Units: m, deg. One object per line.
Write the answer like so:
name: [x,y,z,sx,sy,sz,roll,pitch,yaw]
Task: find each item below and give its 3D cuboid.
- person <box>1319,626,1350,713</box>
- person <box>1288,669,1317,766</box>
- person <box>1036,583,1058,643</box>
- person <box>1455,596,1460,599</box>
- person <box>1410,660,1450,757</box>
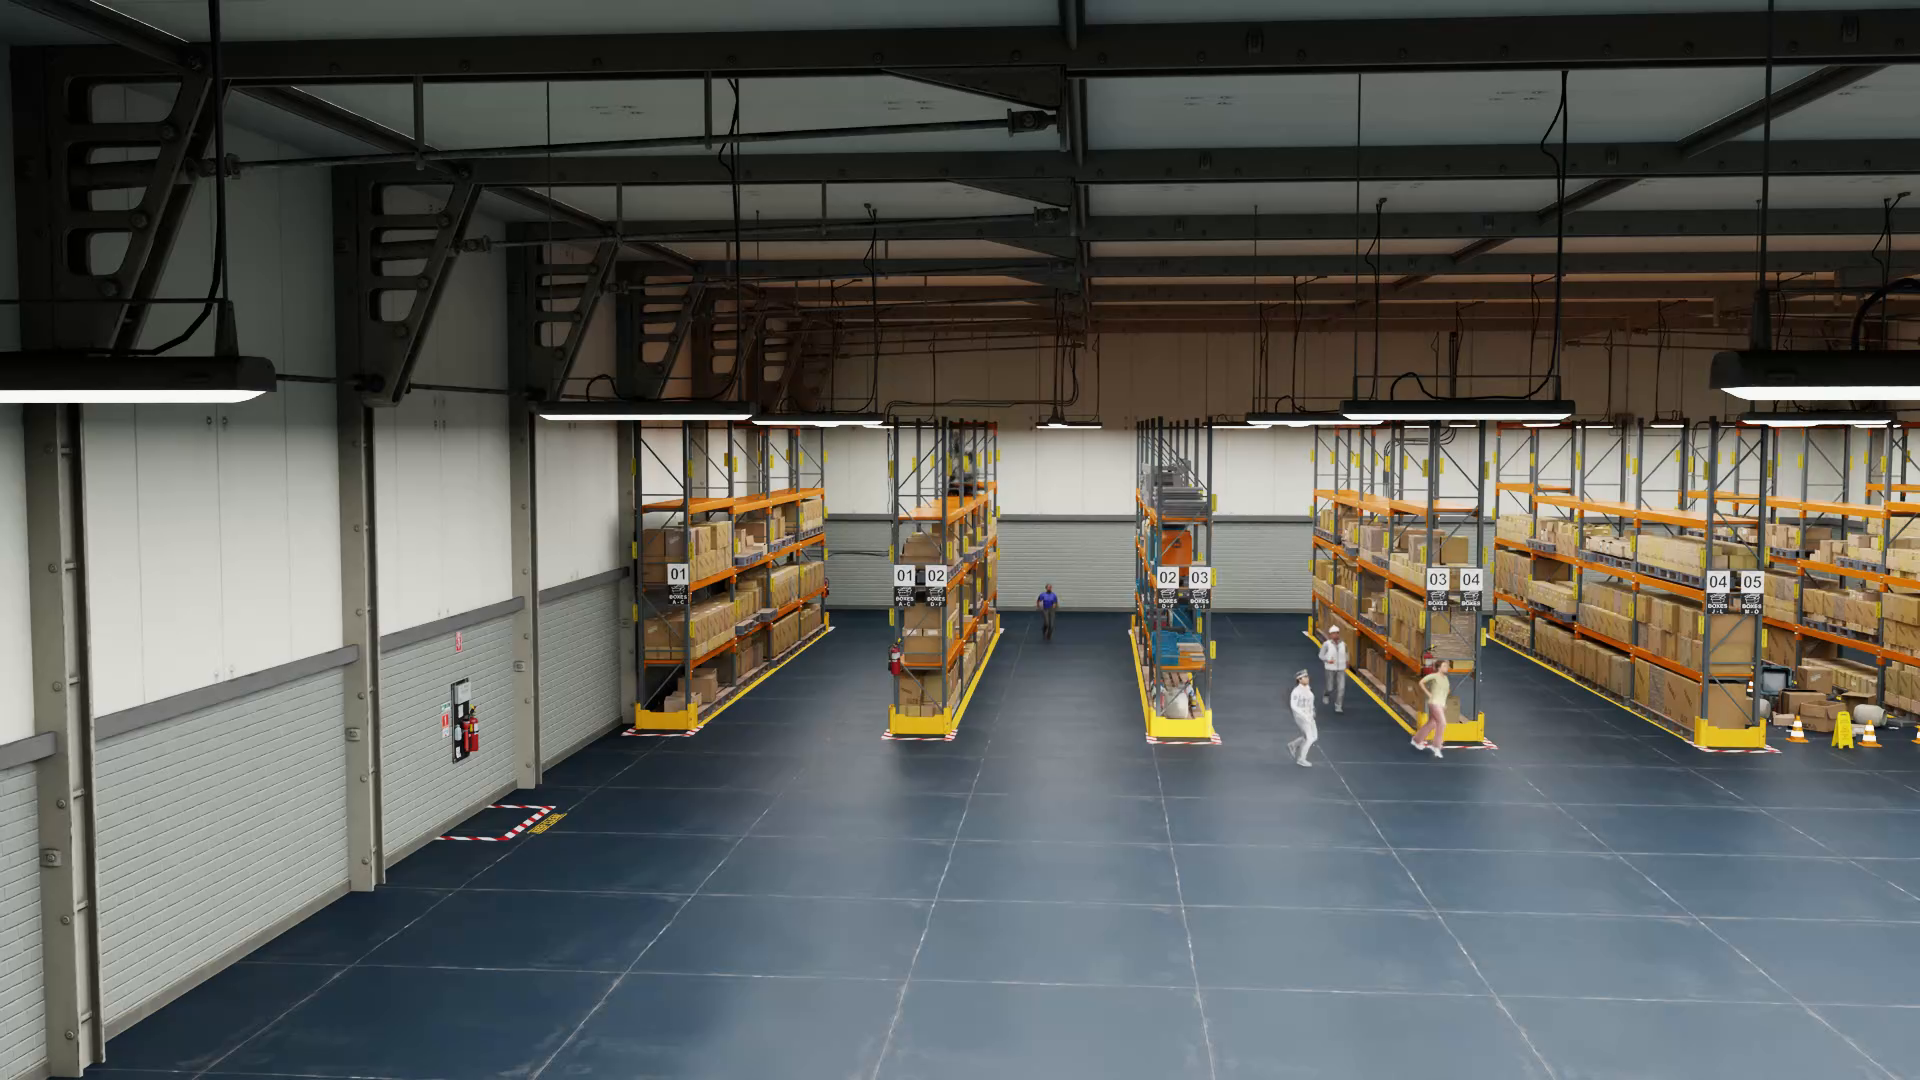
person: [7.682,2.633,34.051,0.669,1.737,0.789,0,4,-4]
person: [5.863,3.037,28.554,0.511,1.668,0.618,3,5,38]
person: [2.385,1.988,44.798,0.560,1.604,0.592,-1,4,-10]
person: [13.421,1.950,45.062,0.608,1.694,0.820,1,4,14]
person: [8.438,2.978,29.668,0.594,1.723,0.695,-4,5,-45]
